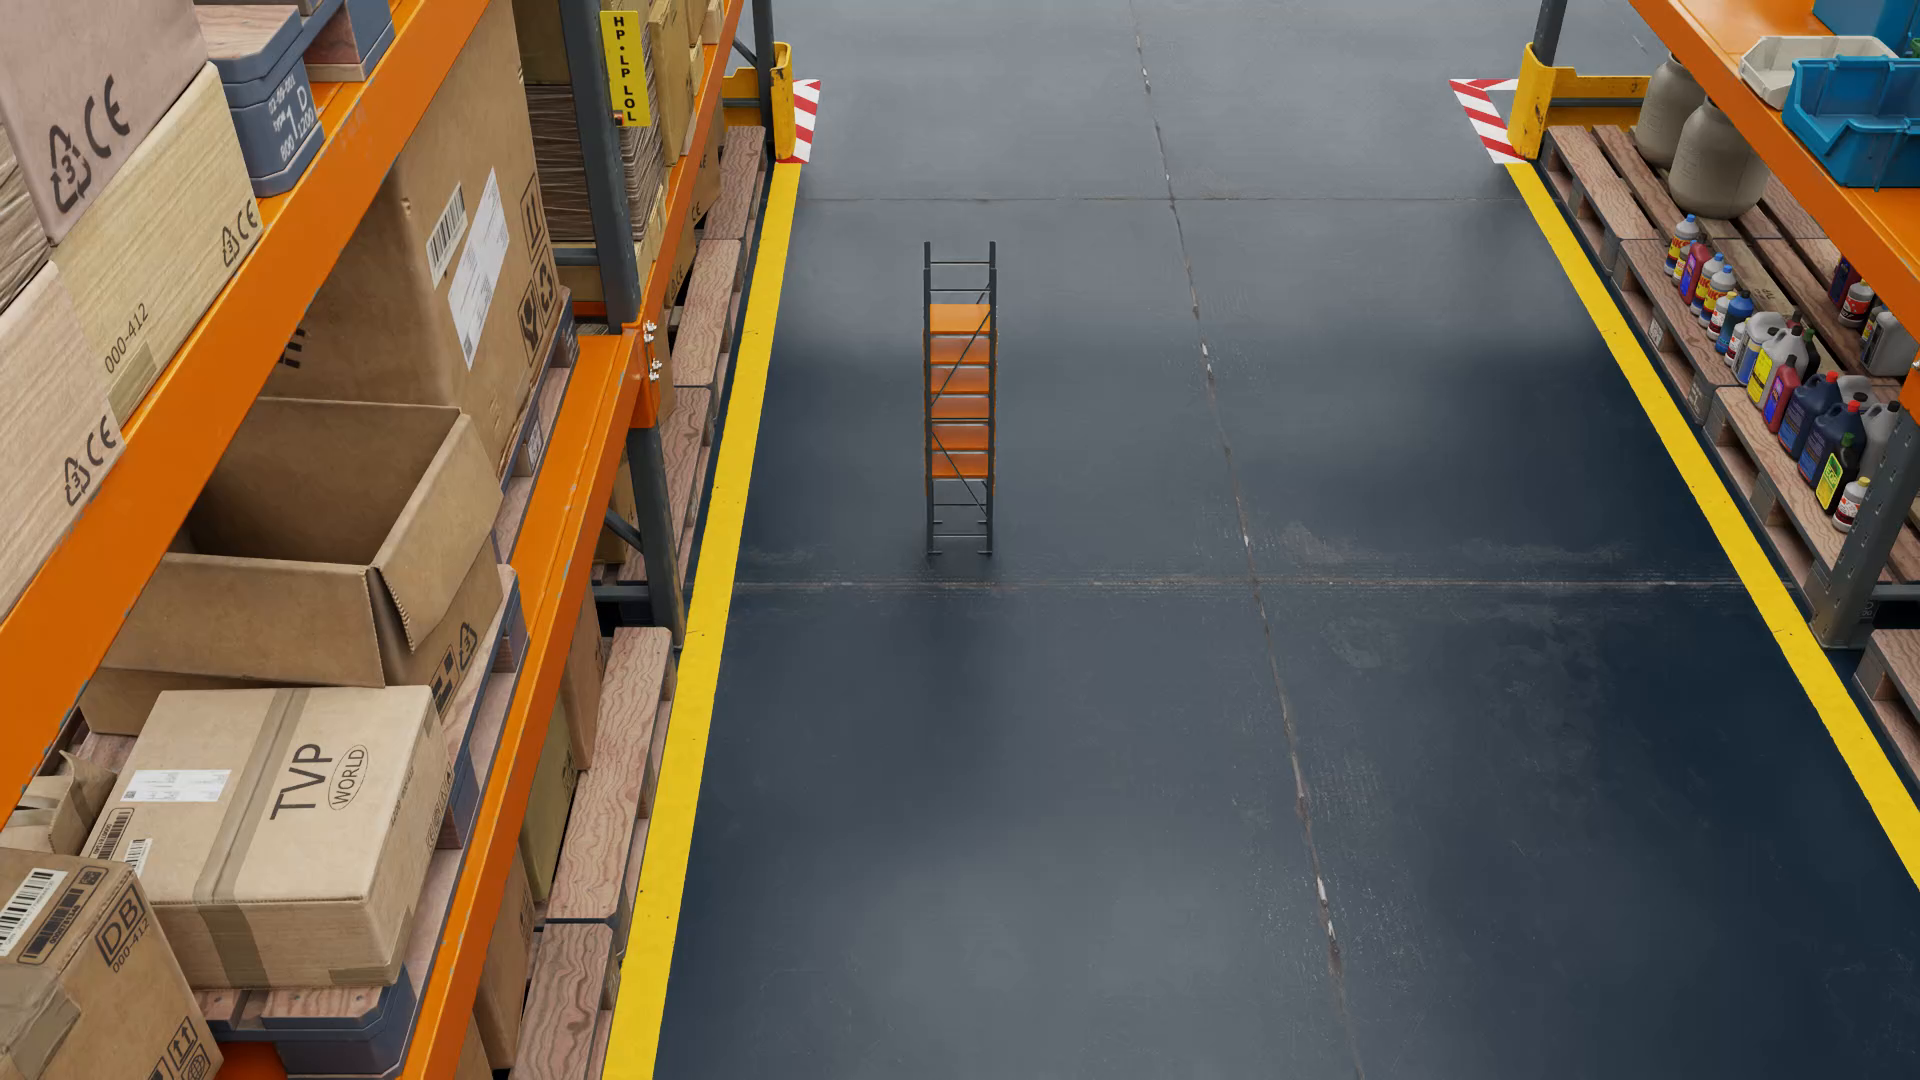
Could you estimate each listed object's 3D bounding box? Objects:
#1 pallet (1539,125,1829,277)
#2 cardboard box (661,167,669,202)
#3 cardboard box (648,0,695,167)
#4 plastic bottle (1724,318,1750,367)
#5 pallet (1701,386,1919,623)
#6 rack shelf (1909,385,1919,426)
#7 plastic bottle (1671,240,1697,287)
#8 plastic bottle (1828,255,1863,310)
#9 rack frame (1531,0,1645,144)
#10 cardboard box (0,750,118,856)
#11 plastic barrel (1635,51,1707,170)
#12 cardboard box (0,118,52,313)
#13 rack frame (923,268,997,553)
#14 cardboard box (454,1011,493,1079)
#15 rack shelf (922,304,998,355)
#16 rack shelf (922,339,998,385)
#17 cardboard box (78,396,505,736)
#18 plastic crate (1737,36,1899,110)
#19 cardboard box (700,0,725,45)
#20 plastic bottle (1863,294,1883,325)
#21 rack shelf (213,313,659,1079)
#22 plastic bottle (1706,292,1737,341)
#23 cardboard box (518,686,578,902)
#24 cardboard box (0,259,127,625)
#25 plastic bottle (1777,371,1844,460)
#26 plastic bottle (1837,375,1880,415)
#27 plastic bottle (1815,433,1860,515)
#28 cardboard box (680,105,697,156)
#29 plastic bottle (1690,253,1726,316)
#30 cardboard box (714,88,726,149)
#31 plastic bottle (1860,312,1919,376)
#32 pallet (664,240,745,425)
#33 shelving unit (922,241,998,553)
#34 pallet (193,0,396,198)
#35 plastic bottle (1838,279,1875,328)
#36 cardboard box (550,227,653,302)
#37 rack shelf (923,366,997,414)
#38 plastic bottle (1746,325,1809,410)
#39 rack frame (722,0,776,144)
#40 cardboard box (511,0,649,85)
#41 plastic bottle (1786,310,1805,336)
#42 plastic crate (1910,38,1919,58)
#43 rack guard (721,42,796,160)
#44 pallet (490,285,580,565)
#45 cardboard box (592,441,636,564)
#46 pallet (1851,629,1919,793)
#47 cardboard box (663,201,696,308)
[{"bbox_3d":[3.528,-1.684,8.183,1.003,0.211,1.213,0,39,0],"label":"pallet"},{"bbox_3d":[-1.177,-1.172,5.515,0.380,0.149,0.250,0,39,0],"label":"cardboard box"},{"bbox_3d":[-1.367,-1.572,5.496,0.875,0.500,0.500,0,39,0],"label":"cardboard box"},{"bbox_3d":[3.177,-0.806,6.744,0.097,0.201,0.097,0,39,0],"label":"plastic bottle"},{"bbox_3d":[3.531,-0.159,6.279,1.003,0.211,1.213,0,39,0],"label":"pallet"},{"bbox_3d":[3.493,0.705,3.547,1.077,0.370,4.000,0,39,0],"label":"rack shelf"},{"bbox_3d":[3.176,-1.209,7.246,0.097,0.201,0.097,0,39,0],"label":"plastic bottle"},{"bbox_3d":[3.793,-1.134,7.086,0.061,0.283,0.133,0,39,0],"label":"plastic bottle"},{"bbox_3d":[3.486,-3.328,8.004,1.000,3.000,0.127,0,39,0],"label":"rack frame"},{"bbox_3d":[-1.730,0.524,2.969,0.396,0.266,0.258,-1,39,-1],"label":"cardboard box"},{"bbox_3d":[3.563,-2.110,8.138,0.421,0.512,0.421,0,39,0],"label":"plastic barrel"},{"bbox_3d":[-1.198,-0.338,1.394,0.500,0.500,0.500,0,39,0],"label":"cardboard box"},{"bbox_3d":[0.000,-0.420,5.815,0.240,1.200,0.006,0,39,0],"label":"rack frame"},{"bbox_3d":[-1.500,1.362,3.799,0.700,0.500,0.500,3,39,4],"label":"cardboard box"},{"bbox_3d":[0.000,-0.724,5.689,0.258,0.103,0.180,0,39,0],"label":"rack shelf"},{"bbox_3d":[0.000,-0.630,5.764,0.258,0.103,0.180,0,39,0],"label":"rack shelf"},{"bbox_3d":[-1.368,0.057,3.362,0.797,0.503,0.637,4,39,5],"label":"cardboard box"},{"bbox_3d":[3.235,-1.739,6.232,0.530,0.136,0.437,0,39,0],"label":"plastic crate"},{"bbox_3d":[-1.154,-2.111,6.686,0.380,0.149,0.250,0,39,0],"label":"cardboard box"},{"bbox_3d":[3.899,-1.044,6.981,0.152,0.276,0.135,-1,39,-1],"label":"plastic bottle"},{"bbox_3d":[-1.460,0.708,3.543,1.077,0.370,4.000,0,39,0],"label":"rack shelf"},{"bbox_3d":[3.177,-0.935,6.904,0.097,0.201,0.097,0,39,0],"label":"plastic bottle"},{"bbox_3d":[-1.502,0.663,4.671,0.700,0.500,0.500,0,39,0],"label":"cardboard box"},{"bbox_3d":[-1.204,-0.049,1.634,0.500,0.250,0.500,1,39,1],"label":"cardboard box"},{"bbox_3d":[3.201,-0.487,6.226,0.144,0.351,0.185,-2,39,-2],"label":"plastic bottle"},{"bbox_3d":[3.349,-0.474,6.269,0.152,0.276,0.135,0,39,0],"label":"plastic bottle"},{"bbox_3d":[3.160,-0.239,5.970,0.061,0.283,0.133,2,39,2],"label":"plastic bottle"},{"bbox_3d":[-1.146,-1.485,5.906,0.380,0.149,0.250,0,39,0],"label":"cardboard box"},{"bbox_3d":[3.177,-1.087,7.037,0.097,0.271,0.097,0,39,0],"label":"plastic bottle"},{"bbox_3d":[-1.483,-2.123,8.163,0.500,0.500,0.500,7,39,8],"label":"cardboard box"},{"bbox_3d":[3.756,-0.809,6.687,0.152,0.276,0.135,0,39,0],"label":"plastic bottle"},{"bbox_3d":[-1.503,-0.920,7.229,1.003,0.211,1.213,0,39,0],"label":"pallet"},{"bbox_3d":[0.000,-0.477,5.886,0.258,1.200,0.189,0,39,0],"label":"shelving unit"},{"bbox_3d":[-1.564,-0.886,2.708,1.213,0.211,1.003,0,39,0],"label":"pallet"},{"bbox_3d":[3.775,-1.004,6.989,0.097,0.201,0.097,0,39,0],"label":"plastic bottle"},{"bbox_3d":[-1.162,-0.860,5.125,0.380,0.149,0.250,0,39,0],"label":"cardboard box"},{"bbox_3d":[0.000,-0.536,5.839,0.258,0.103,0.180,0,39,0],"label":"rack shelf"},{"bbox_3d":[3.201,-0.689,6.478,0.144,0.351,0.185,0,39,0],"label":"plastic bottle"},{"bbox_3d":[-1.467,-3.325,8.000,1.000,3.000,0.127,0,39,0],"label":"rack frame"},{"bbox_3d":[-1.209,-1.650,4.793,0.500,0.500,0.500,0,39,0],"label":"cardboard box"},{"bbox_3d":[3.311,-0.765,6.626,0.061,0.283,0.133,0,39,0],"label":"plastic bottle"},{"bbox_3d":[3.771,-1.593,6.009,0.450,0.188,0.662,0,39,0],"label":"plastic crate"},{"bbox_3d":[-1.467,-2.302,8.722,1.175,0.500,0.348,0,39,0],"label":"rack guard"},{"bbox_3d":[-1.607,-0.270,4.342,1.003,0.211,1.213,0,39,0],"label":"pallet"},{"bbox_3d":[-1.423,-0.262,5.841,0.500,0.500,0.500,-1,39,-1],"label":"cardboard box"},{"bbox_3d":[3.530,0.752,5.142,1.003,0.211,1.213,0,39,0],"label":"pallet"},{"bbox_3d":[-1.466,-1.357,7.208,0.500,0.500,0.500,3,39,4],"label":"cardboard box"}]
